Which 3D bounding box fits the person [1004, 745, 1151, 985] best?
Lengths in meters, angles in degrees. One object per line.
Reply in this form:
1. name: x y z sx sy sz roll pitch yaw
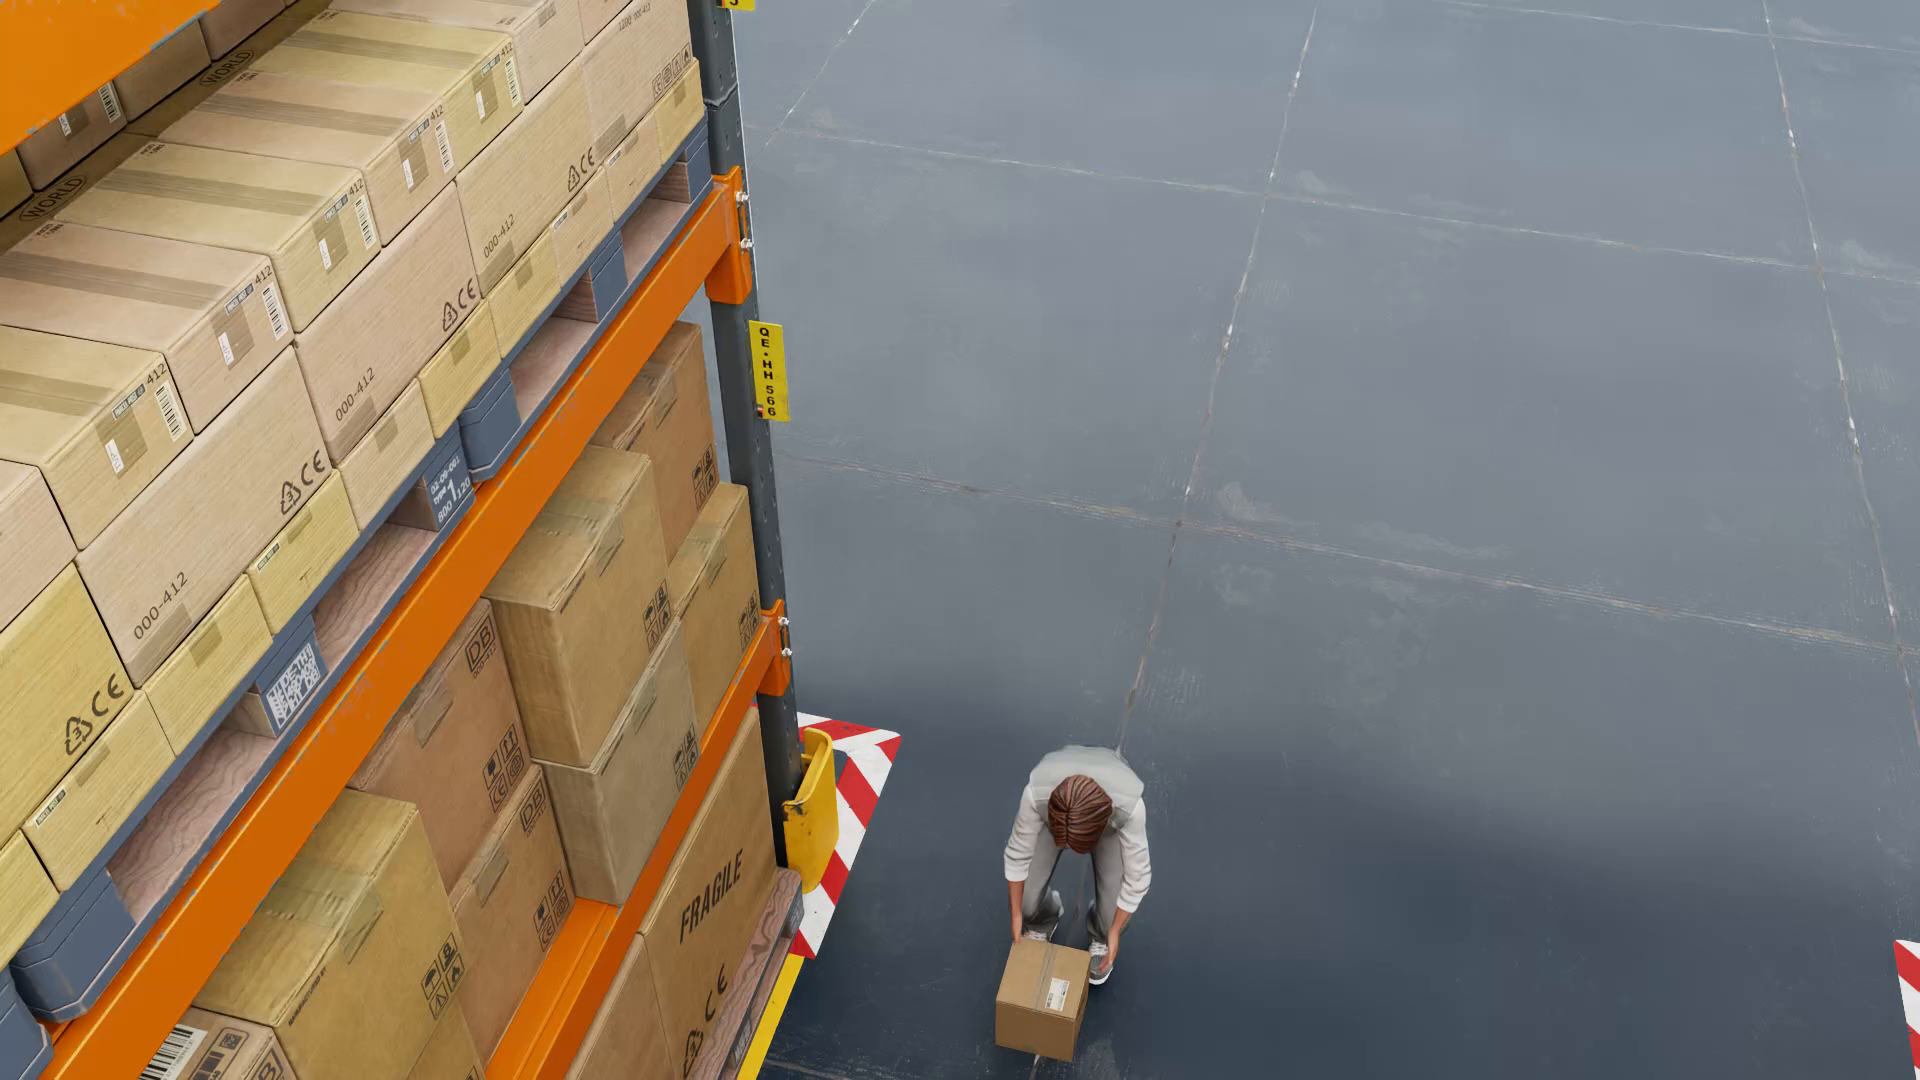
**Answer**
1. person: 0.400 1.008 5.341 0.462 1.190 0.710 10 43 11
